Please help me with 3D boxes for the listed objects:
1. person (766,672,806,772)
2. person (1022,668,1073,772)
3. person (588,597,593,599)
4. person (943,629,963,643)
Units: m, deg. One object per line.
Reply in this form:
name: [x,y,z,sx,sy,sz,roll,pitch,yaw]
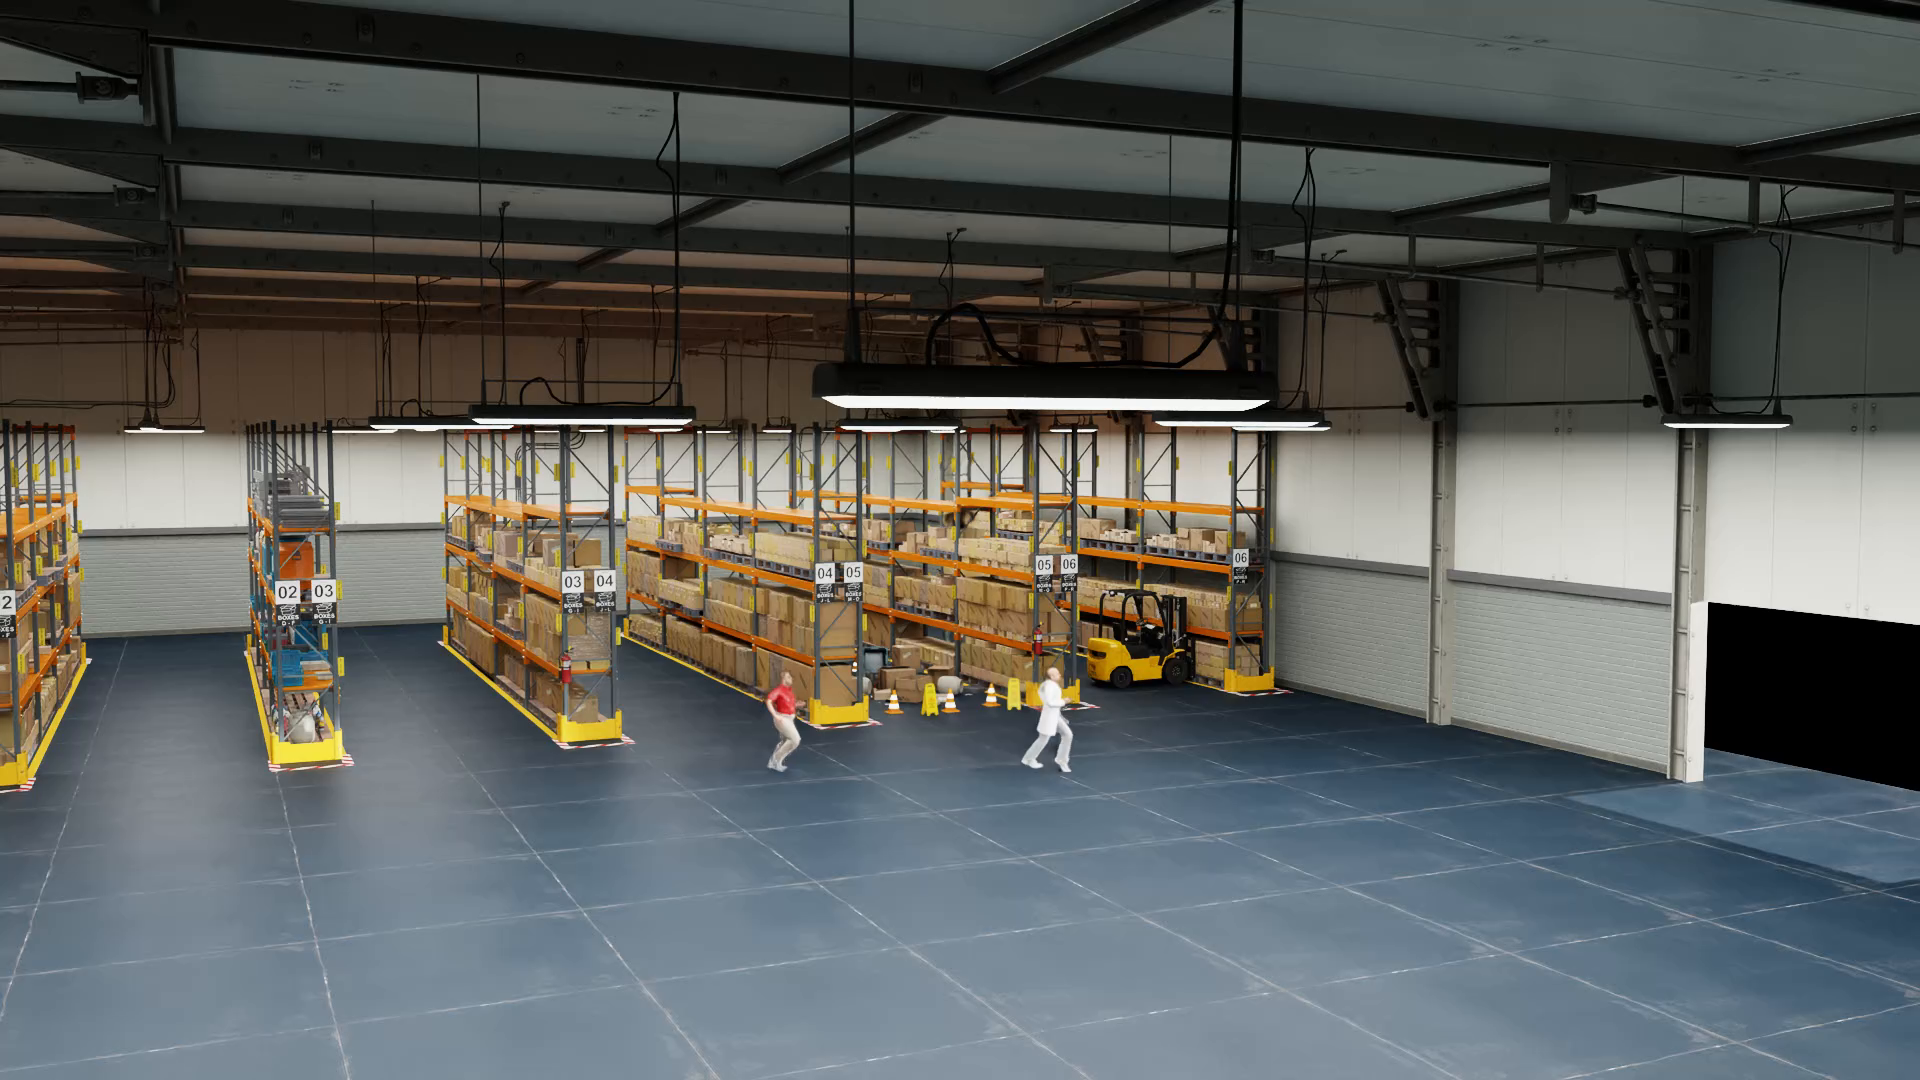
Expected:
person: [-2.970,3.097,28.404,0.666,1.689,0.658,1,4,10]
person: [1.480,3.084,28.289,0.896,1.836,0.681,1,4,18]
person: [-10.478,1.978,46.555,0.718,1.636,0.895,0,4,-4]
person: [-0.219,2.119,44.820,0.540,1.660,1.010,-2,4,-24]
